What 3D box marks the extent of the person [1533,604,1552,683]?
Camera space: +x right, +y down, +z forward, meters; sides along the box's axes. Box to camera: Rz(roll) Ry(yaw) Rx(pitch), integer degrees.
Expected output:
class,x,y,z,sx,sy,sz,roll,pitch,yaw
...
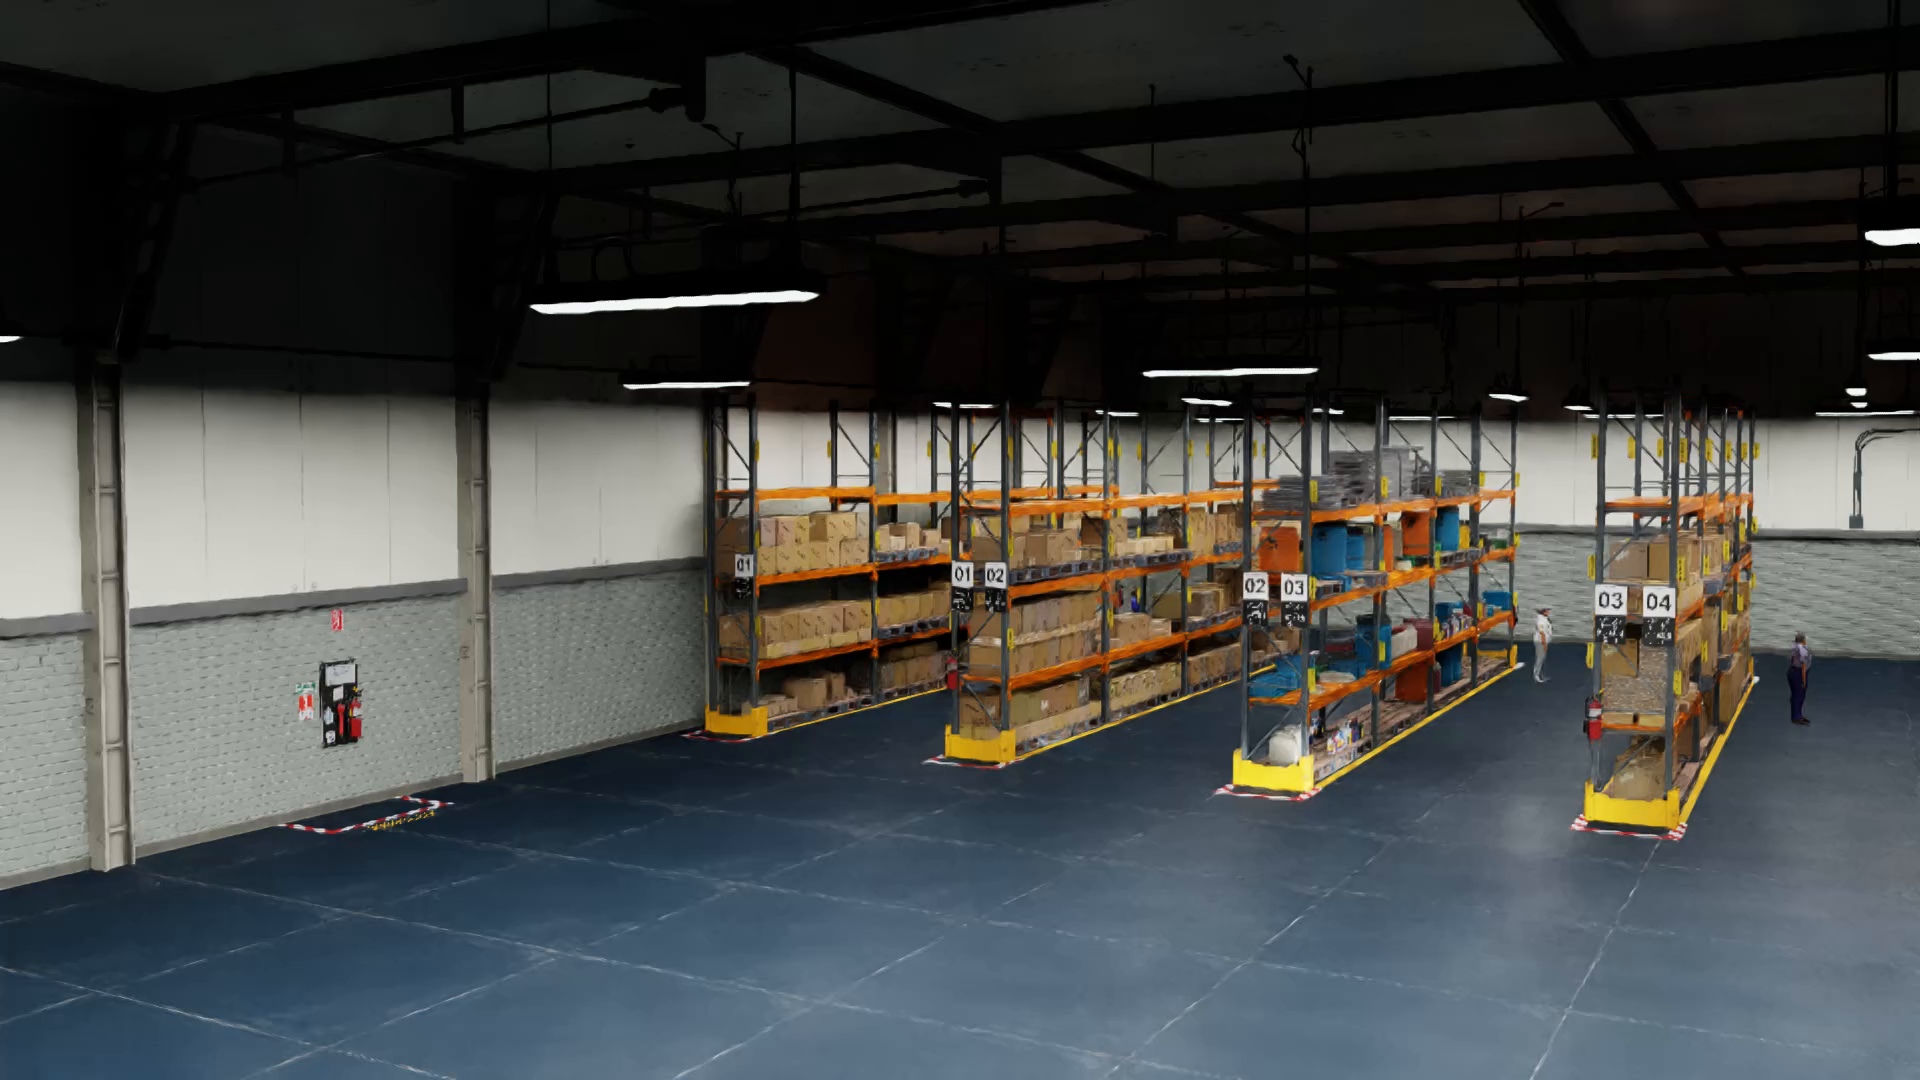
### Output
class,x,y,z,sx,sy,sz,roll,pitch,yaw
person,12.548,2.220,35.833,0.393,1.674,0.636,1,3,20

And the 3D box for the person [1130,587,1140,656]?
class,x,y,z,sx,sy,sz,roll,pitch,yaw
person,4.302,1.970,40.565,0.370,1.652,0.605,1,3,17

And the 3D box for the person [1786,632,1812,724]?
class,x,y,z,sx,sy,sz,roll,pitch,yaw
person,15.448,2.518,30.566,0.415,1.659,0.542,0,3,3
